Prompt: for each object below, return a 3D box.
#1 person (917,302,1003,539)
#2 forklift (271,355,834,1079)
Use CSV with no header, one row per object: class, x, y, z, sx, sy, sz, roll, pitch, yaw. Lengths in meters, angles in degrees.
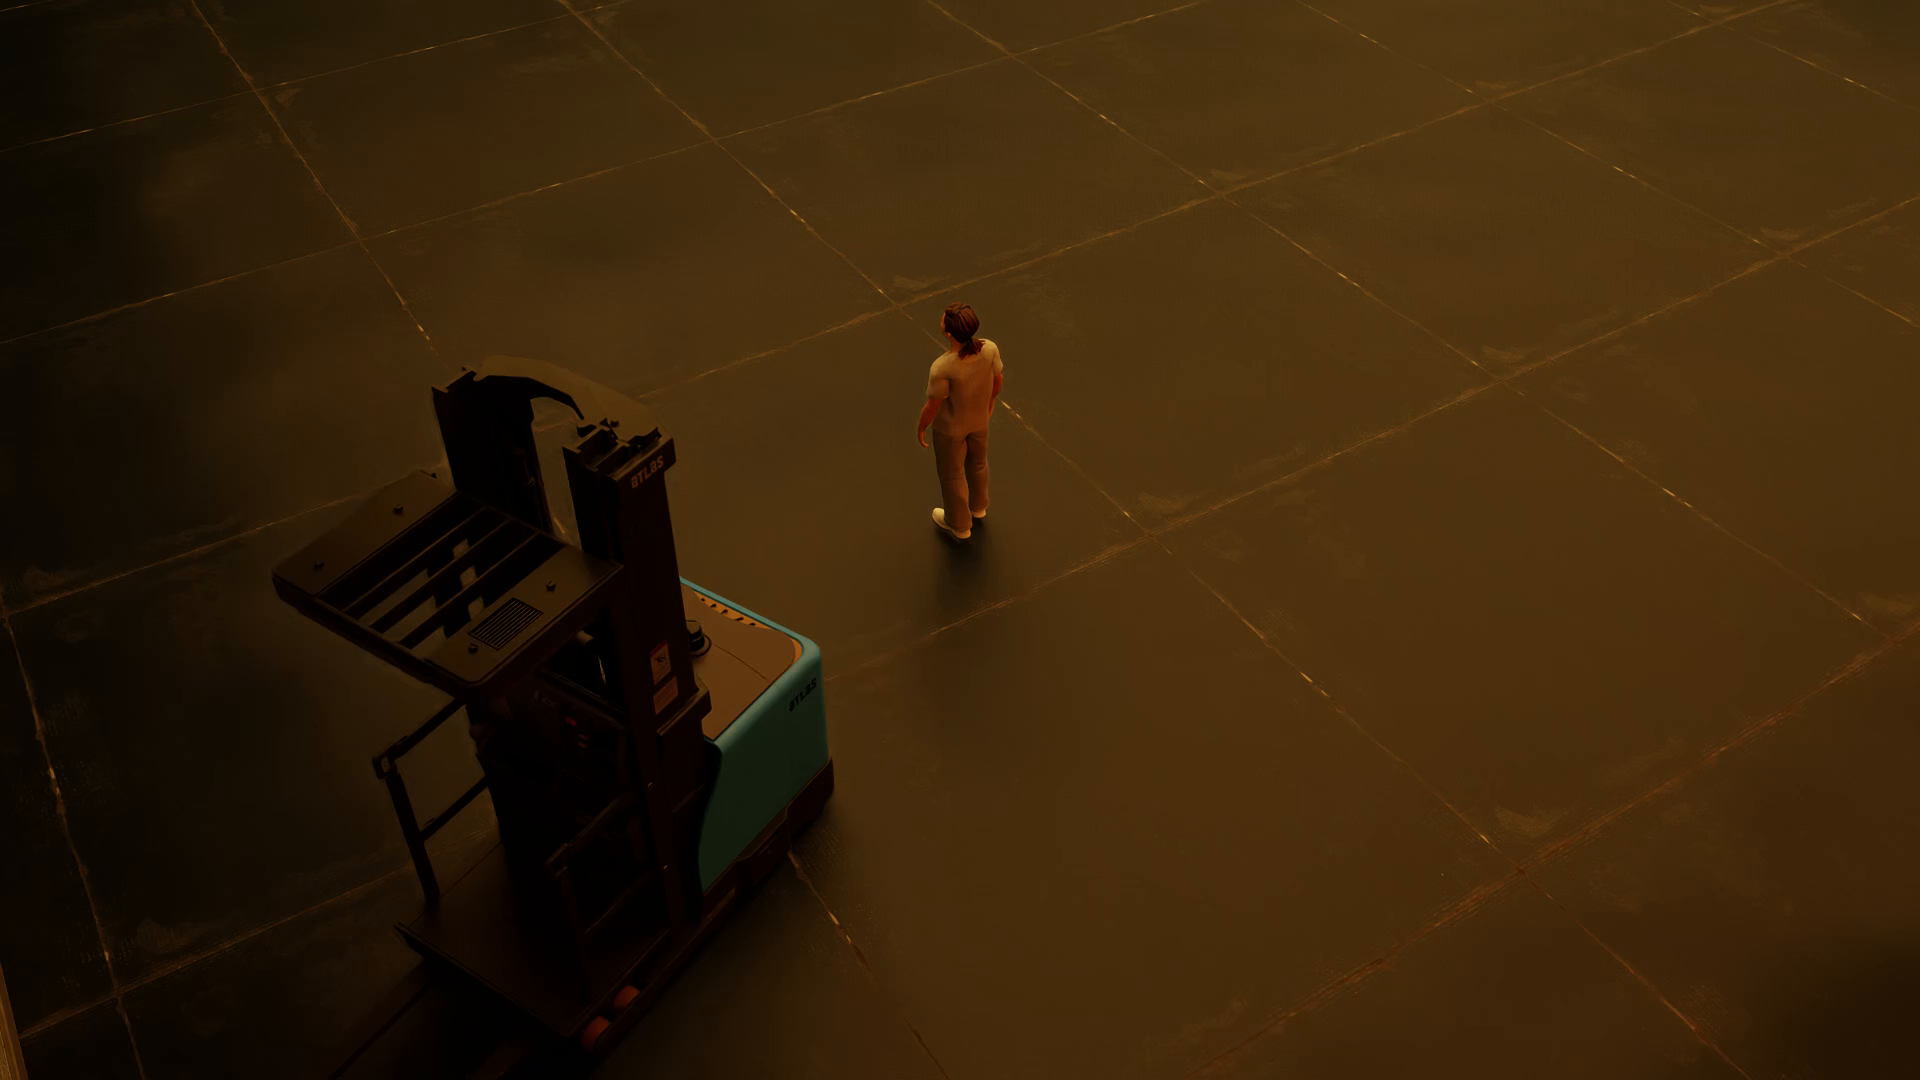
person,-0.028,-0.712,9.568,0.550,1.673,0.547,-23,46,-24
forklift,-1.874,0.840,6.910,1.130,2.935,3.031,23,46,24
